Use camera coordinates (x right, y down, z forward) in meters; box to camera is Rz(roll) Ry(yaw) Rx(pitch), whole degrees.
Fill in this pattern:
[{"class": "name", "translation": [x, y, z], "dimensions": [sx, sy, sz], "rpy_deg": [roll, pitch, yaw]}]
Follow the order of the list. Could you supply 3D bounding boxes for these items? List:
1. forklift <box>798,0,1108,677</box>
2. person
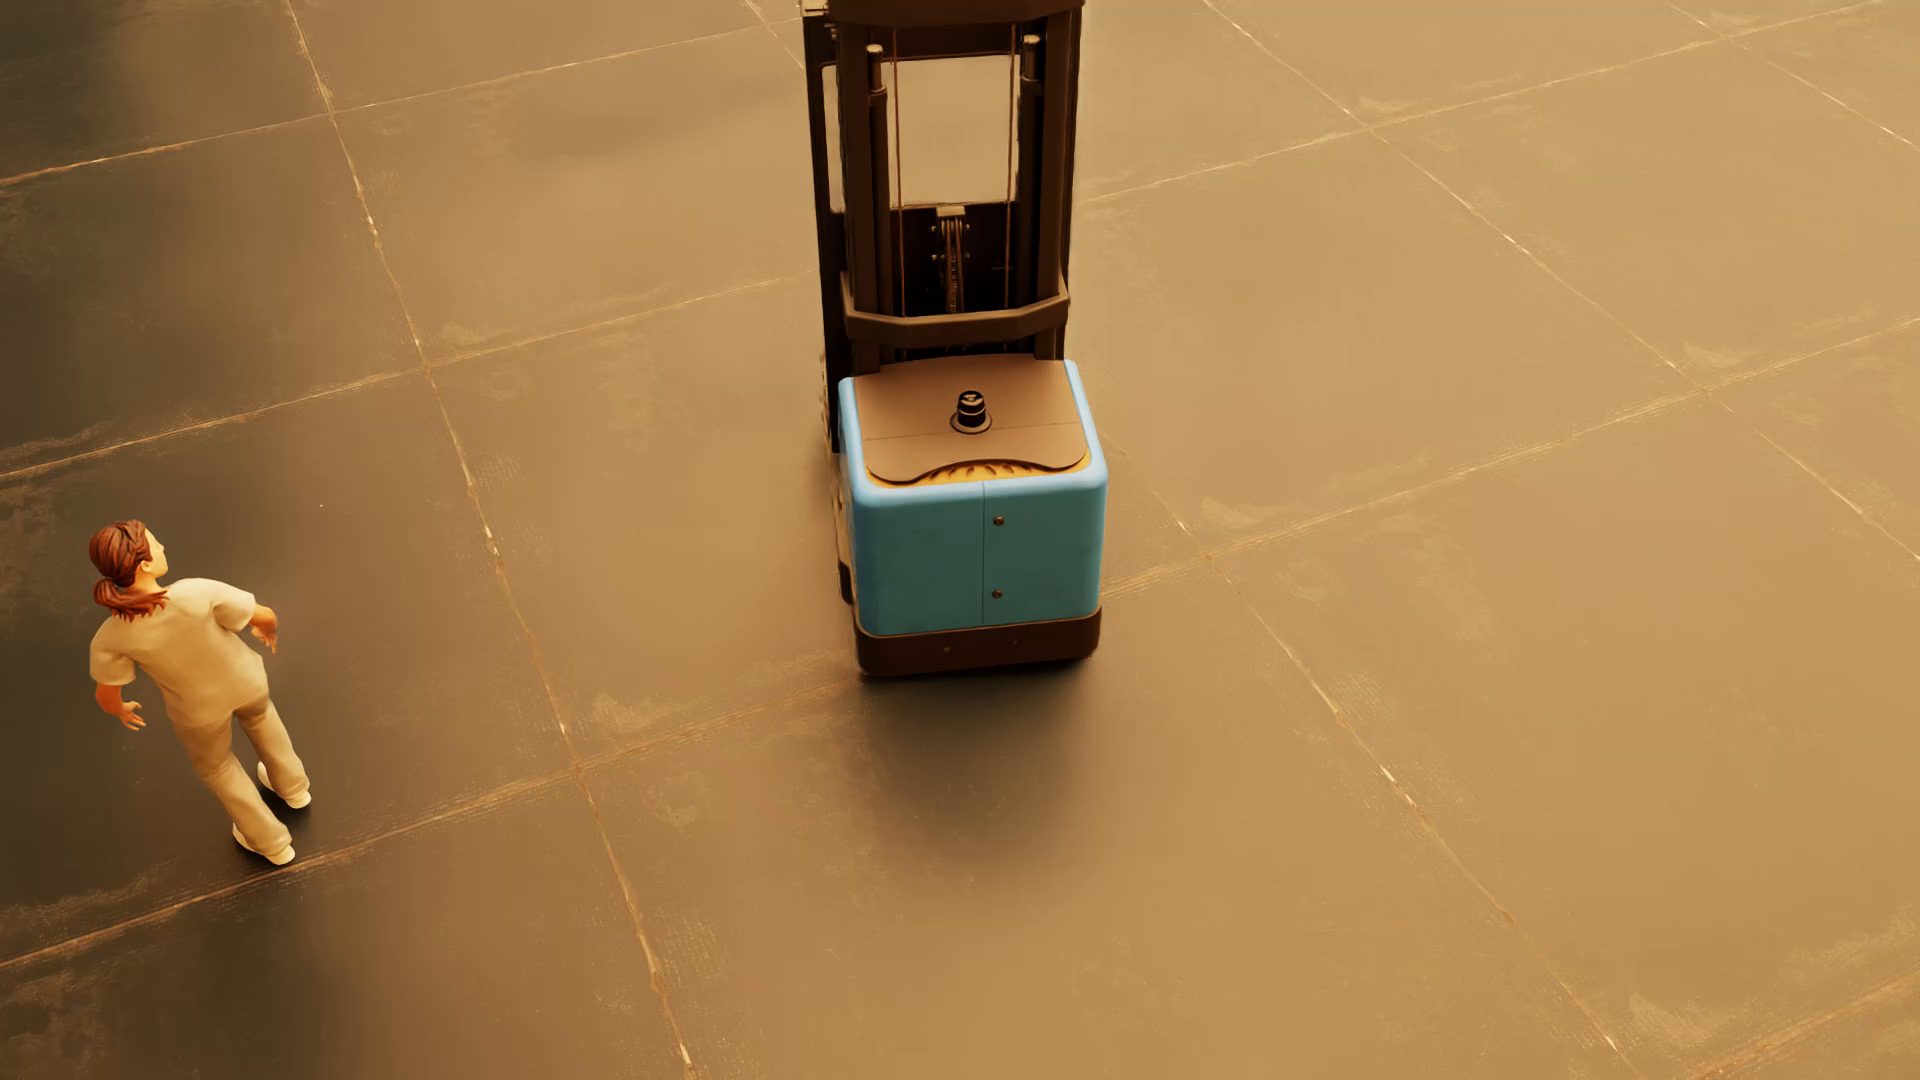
[{"class": "forklift", "translation": [-0.103, -1.497, 7.285], "dimensions": [1.130, 2.935, 3.031], "rpy_deg": [-5, 43, -6]}, {"class": "person", "translation": [-2.769, 0.539, 6.046], "dimensions": [0.634, 1.650, 0.484], "rpy_deg": [-32, 52, -30]}]
